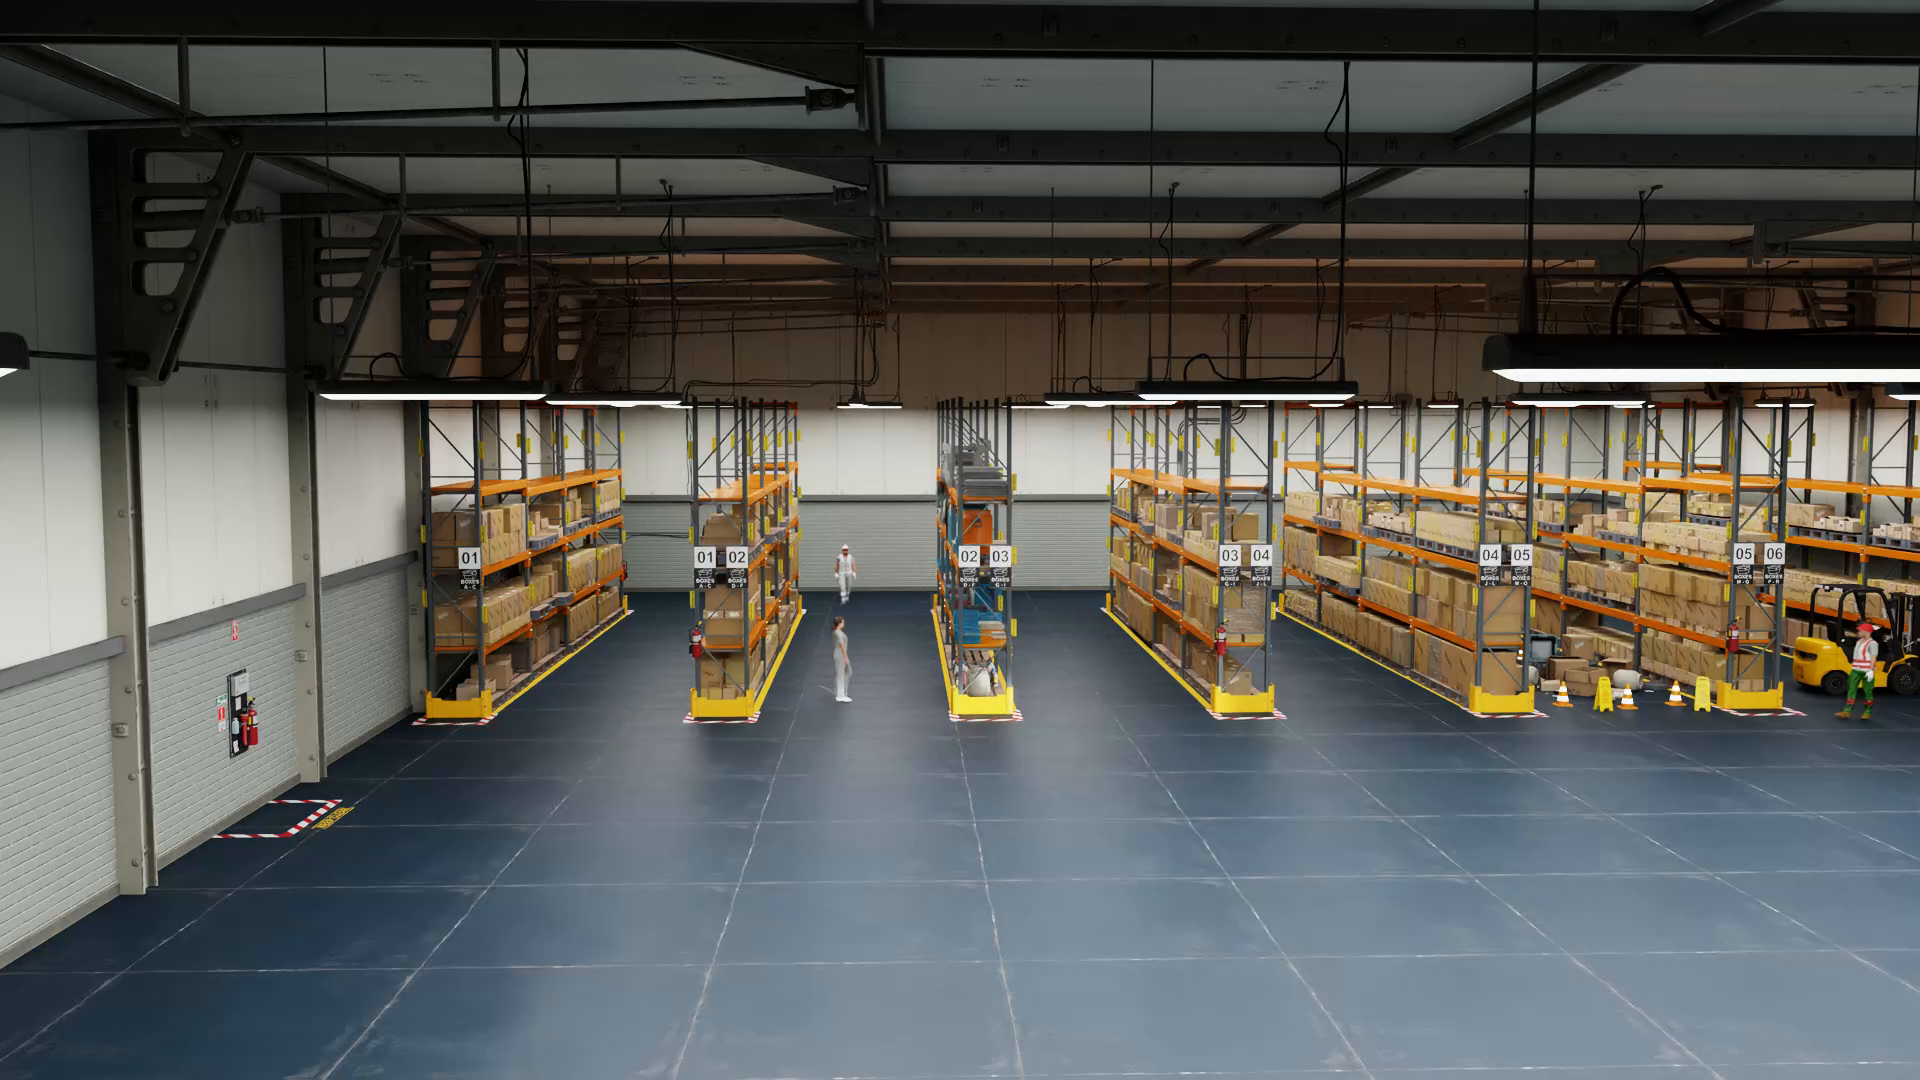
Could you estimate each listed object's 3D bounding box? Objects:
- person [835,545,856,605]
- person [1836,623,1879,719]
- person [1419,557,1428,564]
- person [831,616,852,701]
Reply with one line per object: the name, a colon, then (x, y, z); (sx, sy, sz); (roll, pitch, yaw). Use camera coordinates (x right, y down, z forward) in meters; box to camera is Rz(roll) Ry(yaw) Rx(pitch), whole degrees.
person: (-3.383, 1.025, 49.302); (0.606, 1.733, 1.024); (-1, 4, -8)
person: (16.699, 2.443, 30.875); (0.659, 1.782, 0.546); (-2, 5, -28)
person: (12.698, 1.334, 45.778); (0.603, 1.862, 0.618); (0, 4, -1)
person: (-2.348, 2.359, 32.932); (0.412, 1.710, 0.456); (0, 4, -1)
